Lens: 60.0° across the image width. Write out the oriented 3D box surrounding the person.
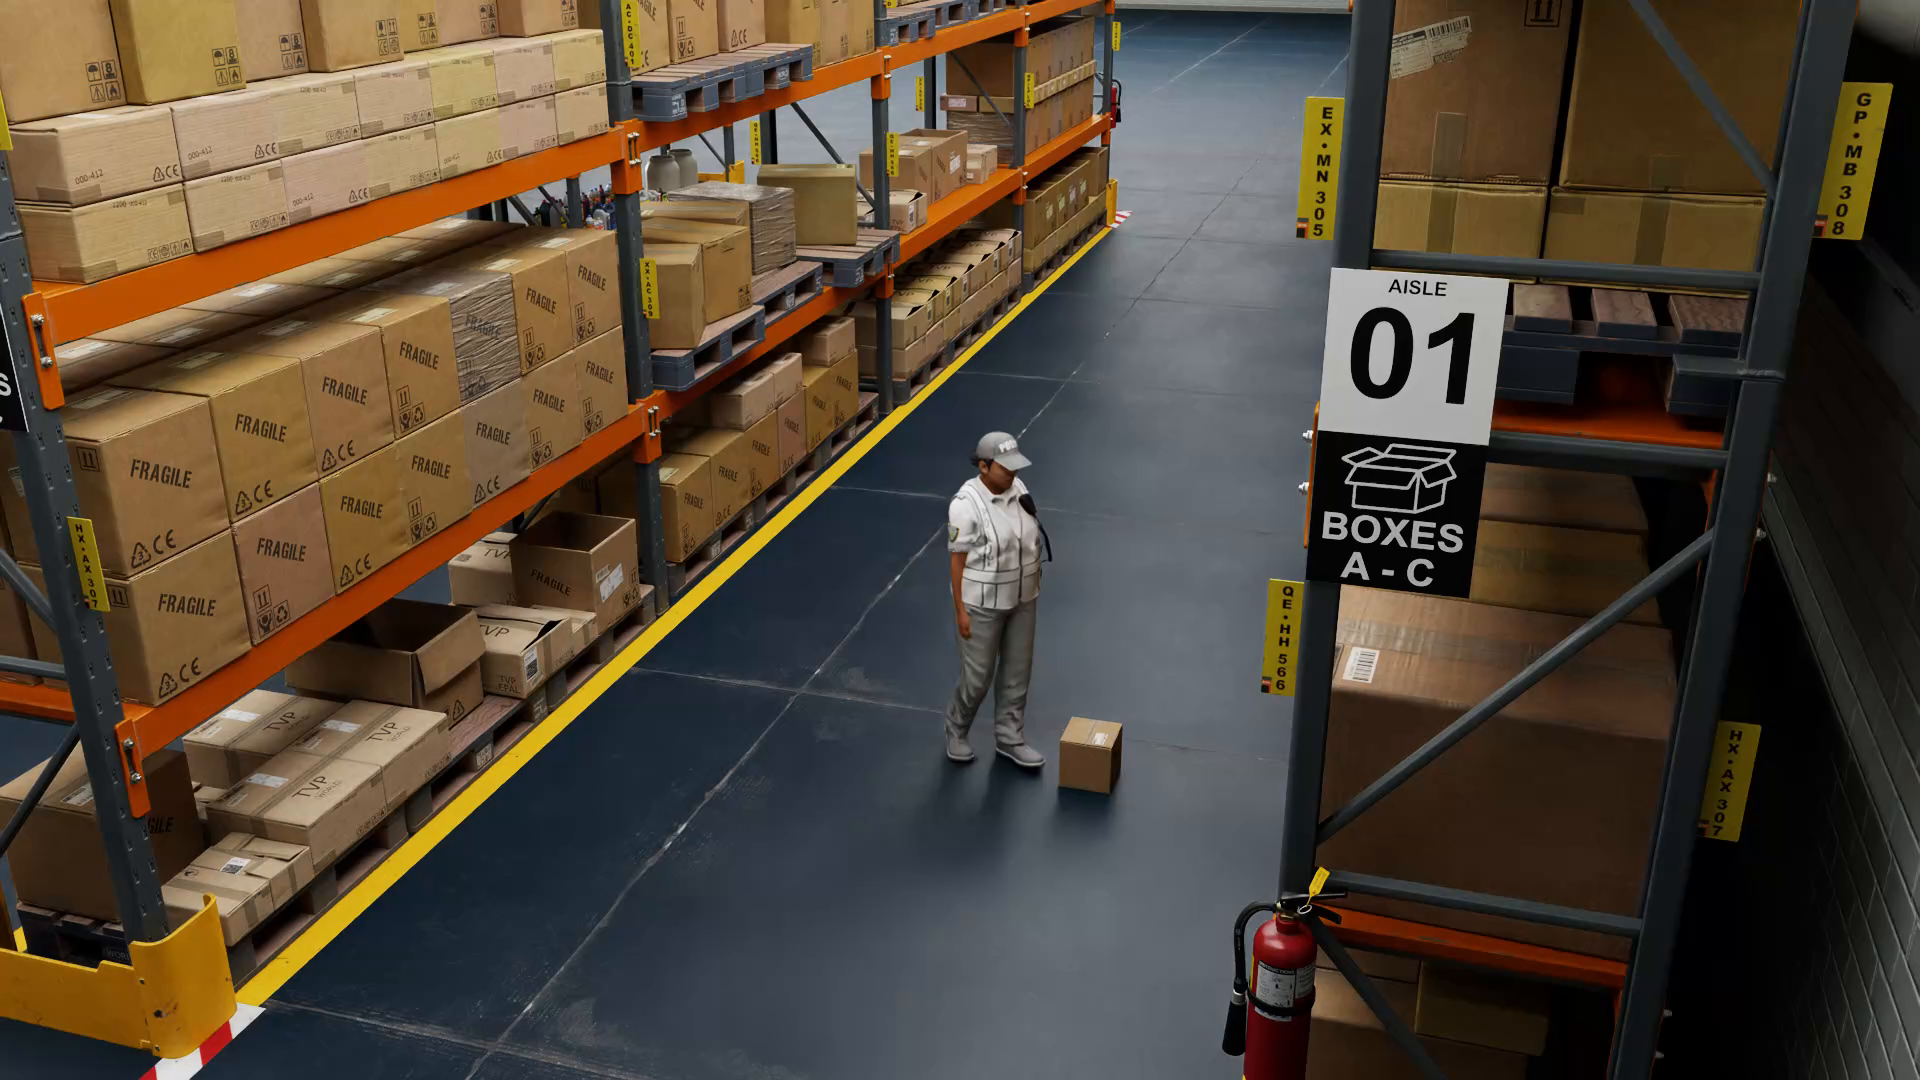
[{"bbox_3d":[0.182,0.280,7.868,0.499,1.657,0.537,-17,28,-36],"label":"person"}]
